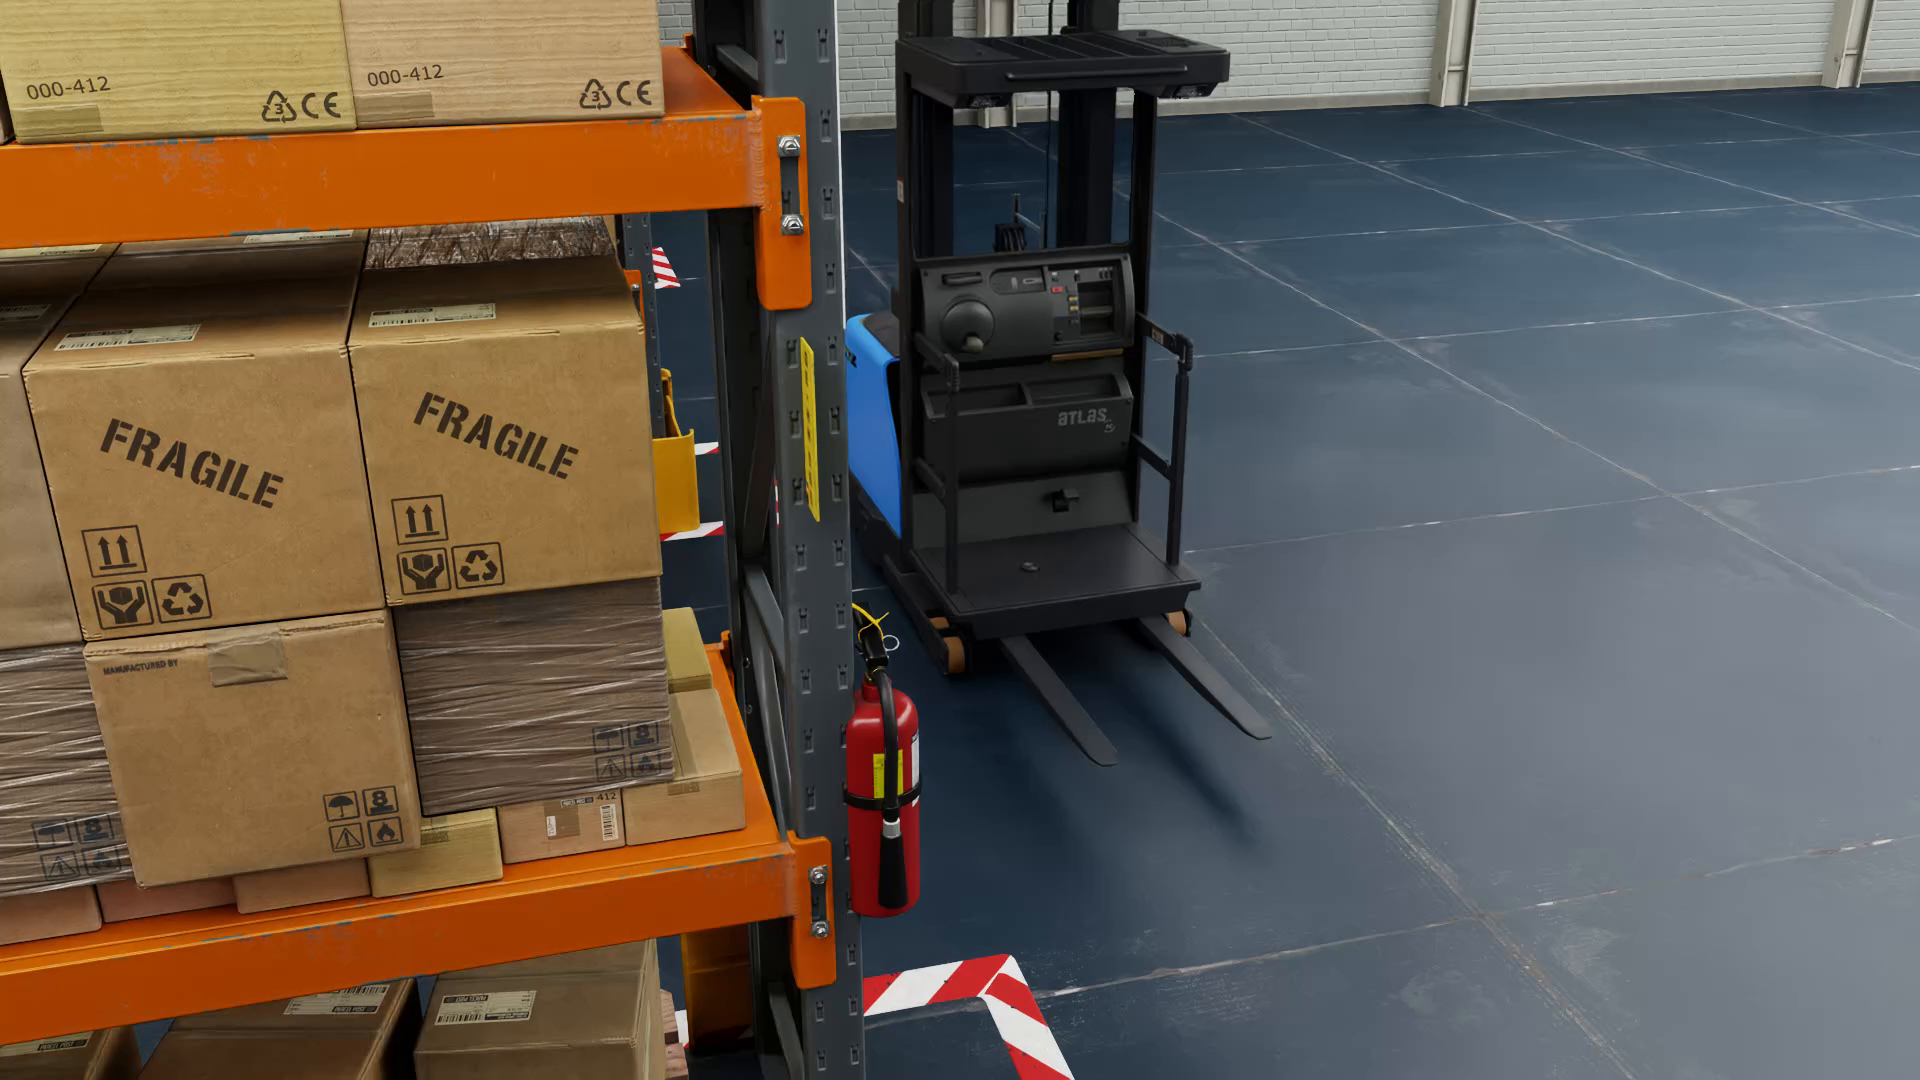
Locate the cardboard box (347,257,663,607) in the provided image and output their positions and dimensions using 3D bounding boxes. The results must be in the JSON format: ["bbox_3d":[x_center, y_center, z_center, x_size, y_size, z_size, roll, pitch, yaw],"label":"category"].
[{"bbox_3d":[-0.868,-0.226,3.201,0.500,0.500,0.500,-6,24,-14],"label":"cardboard box"}]

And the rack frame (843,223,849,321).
[{"bbox_3d":[-0.628,-0.916,8.483,0.032,1.500,0.500,-6,24,-15],"label":"rack frame"}]

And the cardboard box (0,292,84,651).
[{"bbox_3d":[-1.830,-0.118,2.950,0.500,0.500,0.500,-6,24,-14],"label":"cardboard box"}]

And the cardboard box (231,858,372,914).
[{"bbox_3d":[-1.336,0.581,3.410,0.250,0.149,0.380,-6,24,-14],"label":"cardboard box"}]

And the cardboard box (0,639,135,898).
[{"bbox_3d":[-1.884,0.265,3.325,0.500,0.500,0.875,-6,24,-14],"label":"cardboard box"}]

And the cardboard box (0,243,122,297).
[{"bbox_3d":[-1.973,-0.319,3.417,0.500,0.500,0.500,-6,24,-14],"label":"cardboard box"}]

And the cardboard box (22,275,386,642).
[{"bbox_3d":[-1.348,-0.171,3.071,0.500,0.500,0.500,-6,24,-14],"label":"cardboard box"}]

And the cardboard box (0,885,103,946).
[{"bbox_3d":[-1.823,0.627,3.303,0.250,0.149,0.380,-6,24,-14],"label":"cardboard box"}]

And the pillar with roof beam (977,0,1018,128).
[{"bbox_3d":[1.599,-7.412,14.113,0.400,9.000,9.100,-6,24,-14],"label":"pillar with roof beam"}]

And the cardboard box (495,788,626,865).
[{"bbox_3d":[-0.865,0.514,3.566,0.250,0.149,0.380,-6,24,-14],"label":"cardboard box"}]

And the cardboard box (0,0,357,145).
[{"bbox_3d":[-1.281,-0.844,2.799,0.500,0.250,0.500,-6,24,-14],"label":"cardboard box"}]

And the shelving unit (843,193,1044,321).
[{"bbox_3d":[-0.139,-0.971,8.611,1.048,1.500,0.538,-6,24,-15],"label":"shelving unit"}]

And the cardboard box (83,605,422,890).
[{"bbox_3d":[-1.391,0.228,3.410,0.500,0.500,0.875,-6,24,-14],"label":"cardboard box"}]

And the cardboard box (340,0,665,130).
[{"bbox_3d":[-0.801,-0.898,2.925,0.500,0.250,0.500,-6,24,-13],"label":"cardboard box"}]

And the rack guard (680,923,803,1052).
[{"bbox_3d":[-0.478,1.421,4.305,0.348,0.500,1.175,-6,24,-14],"label":"rack guard"}]

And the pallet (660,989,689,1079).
[{"bbox_3d":[-1.270,1.626,4.192,1.213,0.211,1.003,-6,24,-14],"label":"pallet"}]

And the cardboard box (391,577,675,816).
[{"bbox_3d":[-0.942,0.129,3.641,0.500,0.500,0.875,-6,24,-14],"label":"cardboard box"}]

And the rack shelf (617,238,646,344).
[{"bbox_3d":[-3.573,-1.087,7.890,4.000,0.370,1.077,-6,24,-14],"label":"rack shelf"}]

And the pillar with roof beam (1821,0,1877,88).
[{"bbox_3d":[13.153,-8.691,17.092,0.400,9.000,9.100,-6,24,-14],"label":"pillar with roof beam"}]

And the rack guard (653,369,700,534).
[{"bbox_3d":[-1.625,-0.484,8.744,0.348,0.500,1.175,-6,24,-14],"label":"rack guard"}]

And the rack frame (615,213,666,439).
[{"bbox_3d":[-1.648,-1.630,8.245,0.127,3.000,1.000,-6,24,-14],"label":"rack frame"}]

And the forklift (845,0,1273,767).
[{"bbox_3d":[0.356,-0.959,6.767,1.130,2.935,3.031,-7,24,-16],"label":"forklift"}]

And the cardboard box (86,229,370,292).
[{"bbox_3d":[-1.492,-0.373,3.543,0.500,0.500,0.500,-6,24,-14],"label":"cardboard box"}]

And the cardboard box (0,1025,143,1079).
[{"bbox_3d":[-2.185,1.416,3.784,0.500,0.500,0.500,-4,24,-9],"label":"cardboard box"}]

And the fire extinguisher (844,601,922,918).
[{"bbox_3d":[-0.171,0.462,3.467,0.183,0.674,0.296,-6,24,-14],"label":"fire extinguisher"}]

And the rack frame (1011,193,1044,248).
[{"bbox_3d":[0.350,-1.026,8.738,0.032,1.500,0.500,-6,24,-15],"label":"rack frame"}]

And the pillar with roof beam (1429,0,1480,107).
[{"bbox_3d":[7.376,-8.051,15.602,0.400,9.000,9.100,-6,24,-14],"label":"pillar with roof beam"}]

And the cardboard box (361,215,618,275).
[{"bbox_3d":[-1.008,-0.423,3.660,0.500,0.500,0.500,-6,24,-14],"label":"cardboard box"}]

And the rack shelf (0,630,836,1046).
[{"bbox_3d":[-2.331,0.807,3.477,4.000,0.370,1.077,-6,24,-14],"label":"rack shelf"}]

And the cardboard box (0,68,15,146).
[{"bbox_3d":[-1.776,-0.792,2.679,0.500,0.250,0.500,-6,24,-13],"label":"cardboard box"}]

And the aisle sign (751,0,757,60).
[{"bbox_3d":[-0.427,-1.051,3.600,0.004,0.787,0.394,-6,24,-14],"label":"aisle sign"}]

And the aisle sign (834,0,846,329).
[{"bbox_3d":[-0.265,-0.824,3.069,0.004,0.787,0.394,-6,24,-14],"label":"aisle sign"}]

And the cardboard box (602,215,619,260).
[{"bbox_3d":[-1.993,-1.642,8.083,0.550,0.550,0.875,-6,24,-14],"label":"cardboard box"}]

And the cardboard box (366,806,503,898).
[{"bbox_3d":[-1.092,0.560,3.458,0.250,0.149,0.380,-6,24,-14],"label":"cardboard box"}]

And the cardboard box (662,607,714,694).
[{"bbox_3d":[-0.744,0.319,4.021,0.250,0.149,0.380,-6,24,-14],"label":"cardboard box"}]

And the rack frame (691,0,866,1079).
[{"bbox_3d":[-0.405,0.264,3.831,0.127,3.000,1.000,-6,24,-14],"label":"rack frame"}]

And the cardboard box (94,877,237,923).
[{"bbox_3d":[-1.588,0.592,3.385,0.250,0.149,0.380,-6,24,-14],"label":"cardboard box"}]

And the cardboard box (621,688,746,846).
[{"bbox_3d":[-0.624,0.488,3.628,0.250,0.149,0.380,-6,24,-14],"label":"cardboard box"}]

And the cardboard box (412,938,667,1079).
[{"bbox_3d":[-1.011,1.280,4.101,0.500,0.500,0.500,-2,23,-5],"label":"cardboard box"}]

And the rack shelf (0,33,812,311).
[{"bbox_3d":[-2.331,-0.571,2.885,4.000,0.370,1.077,-6,24,-14],"label":"rack shelf"}]

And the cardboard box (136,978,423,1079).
[{"bbox_3d":[-1.577,1.356,3.923,0.500,0.500,0.500,0,23,0],"label":"cardboard box"}]

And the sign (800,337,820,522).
[{"bbox_3d":[-0.275,-0.201,3.045,0.005,0.325,0.100,-6,24,-14],"label":"sign"}]
